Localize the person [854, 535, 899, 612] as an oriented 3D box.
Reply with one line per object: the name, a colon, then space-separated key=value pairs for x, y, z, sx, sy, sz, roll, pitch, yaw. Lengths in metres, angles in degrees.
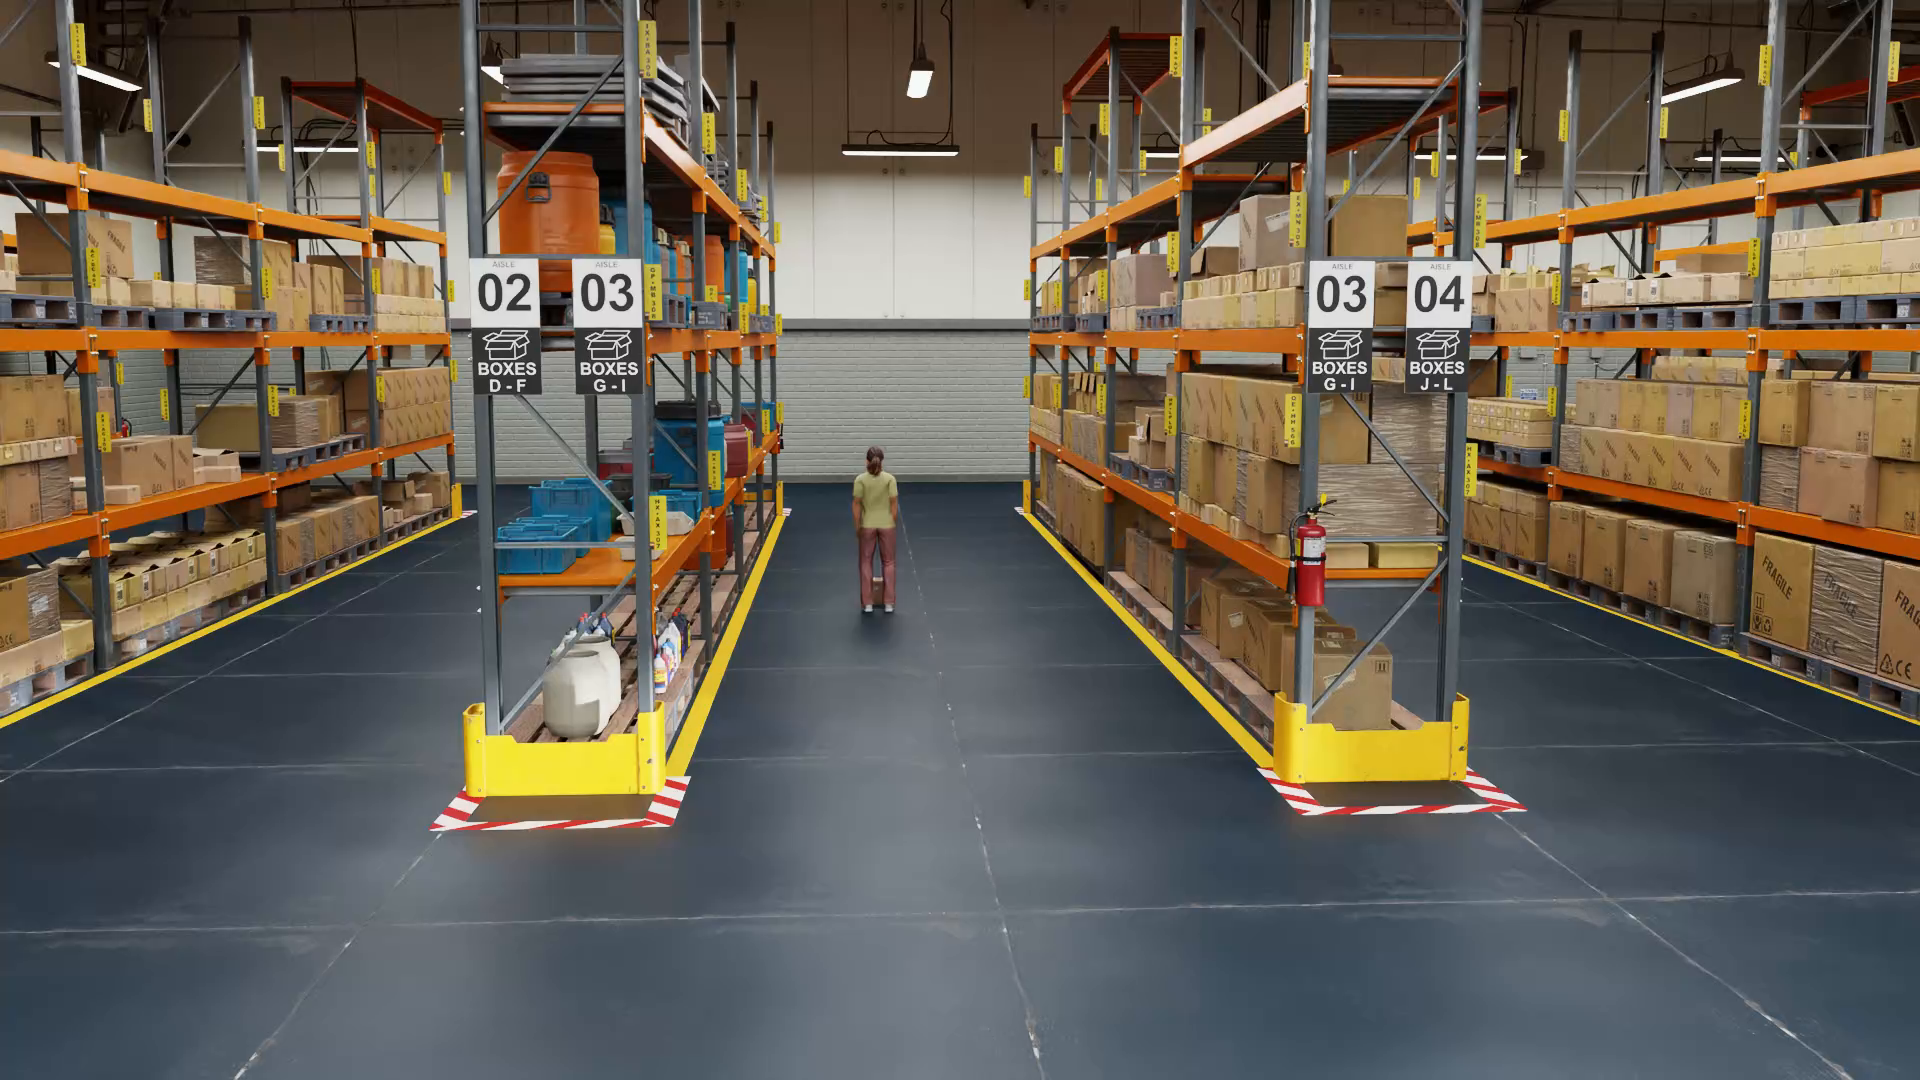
person: x=-0.845 y=0.348 z=16.936 sx=0.462 sy=0.782 sz=0.852 roll=-1 pitch=7 yaw=-5
